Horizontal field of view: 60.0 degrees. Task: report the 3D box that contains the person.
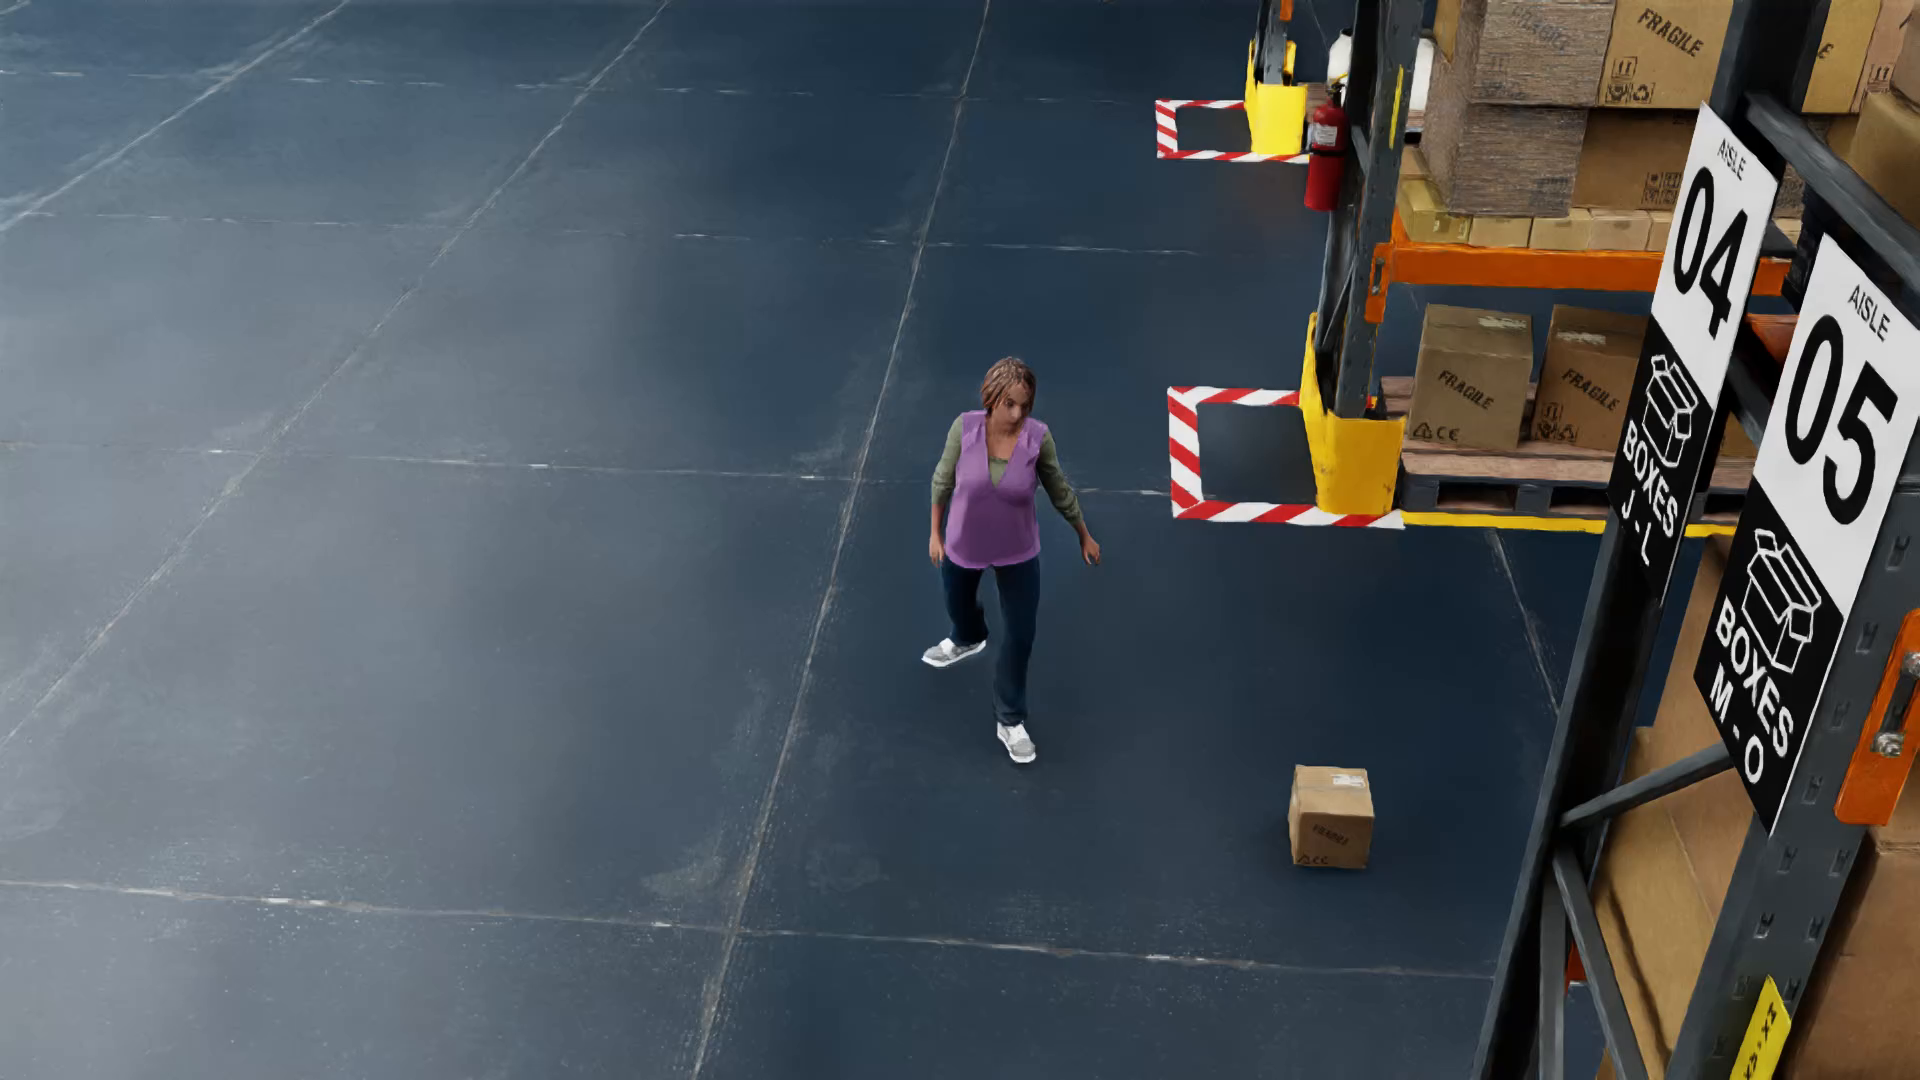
[{"bbox_3d":[0.179,0.014,6.141,0.683,1.557,0.708,1,32,2],"label":"person"}]
